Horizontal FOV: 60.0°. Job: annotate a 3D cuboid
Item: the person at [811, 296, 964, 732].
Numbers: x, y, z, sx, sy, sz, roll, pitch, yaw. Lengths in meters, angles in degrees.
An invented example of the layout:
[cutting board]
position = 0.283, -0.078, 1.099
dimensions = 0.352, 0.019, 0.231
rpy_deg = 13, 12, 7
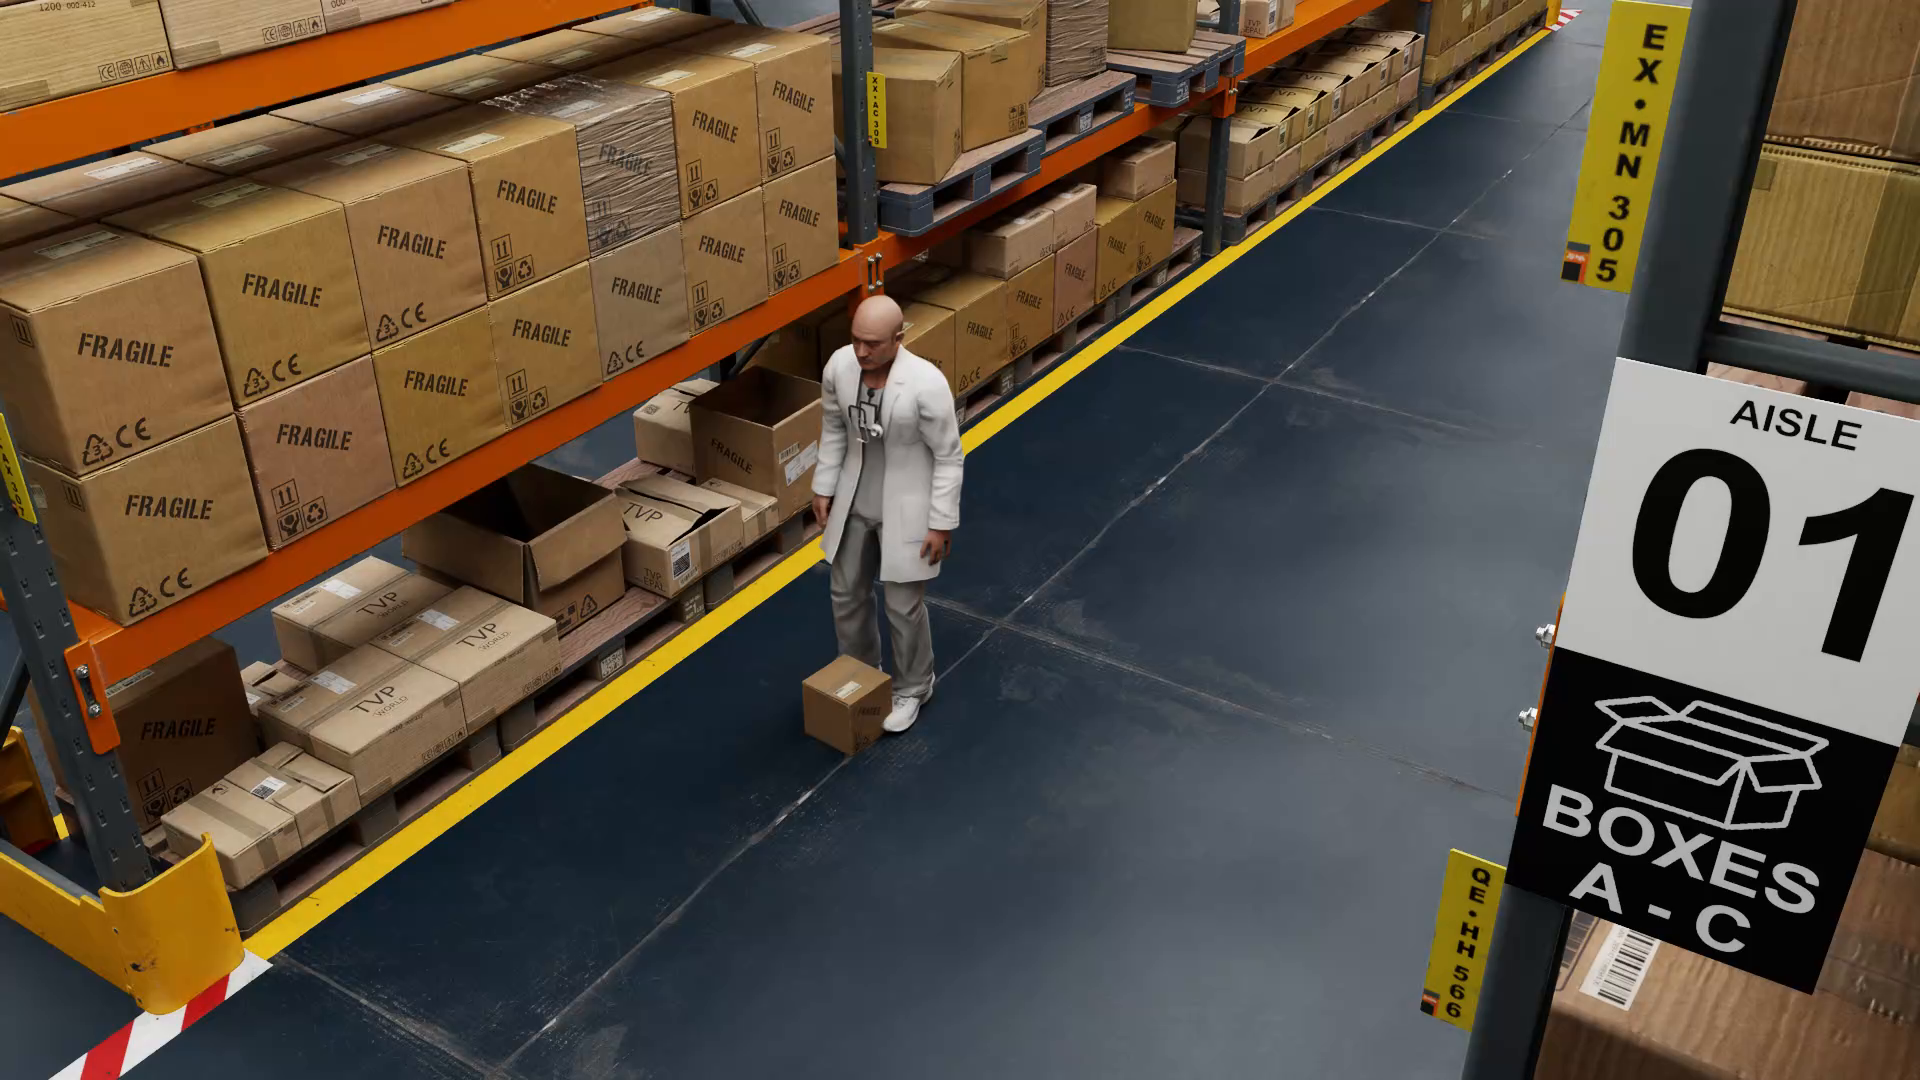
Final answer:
[person]
position = -0.289, -0.112, 6.340
dimensions = 0.648, 1.772, 0.429
rpy_deg = 17, 34, 27
